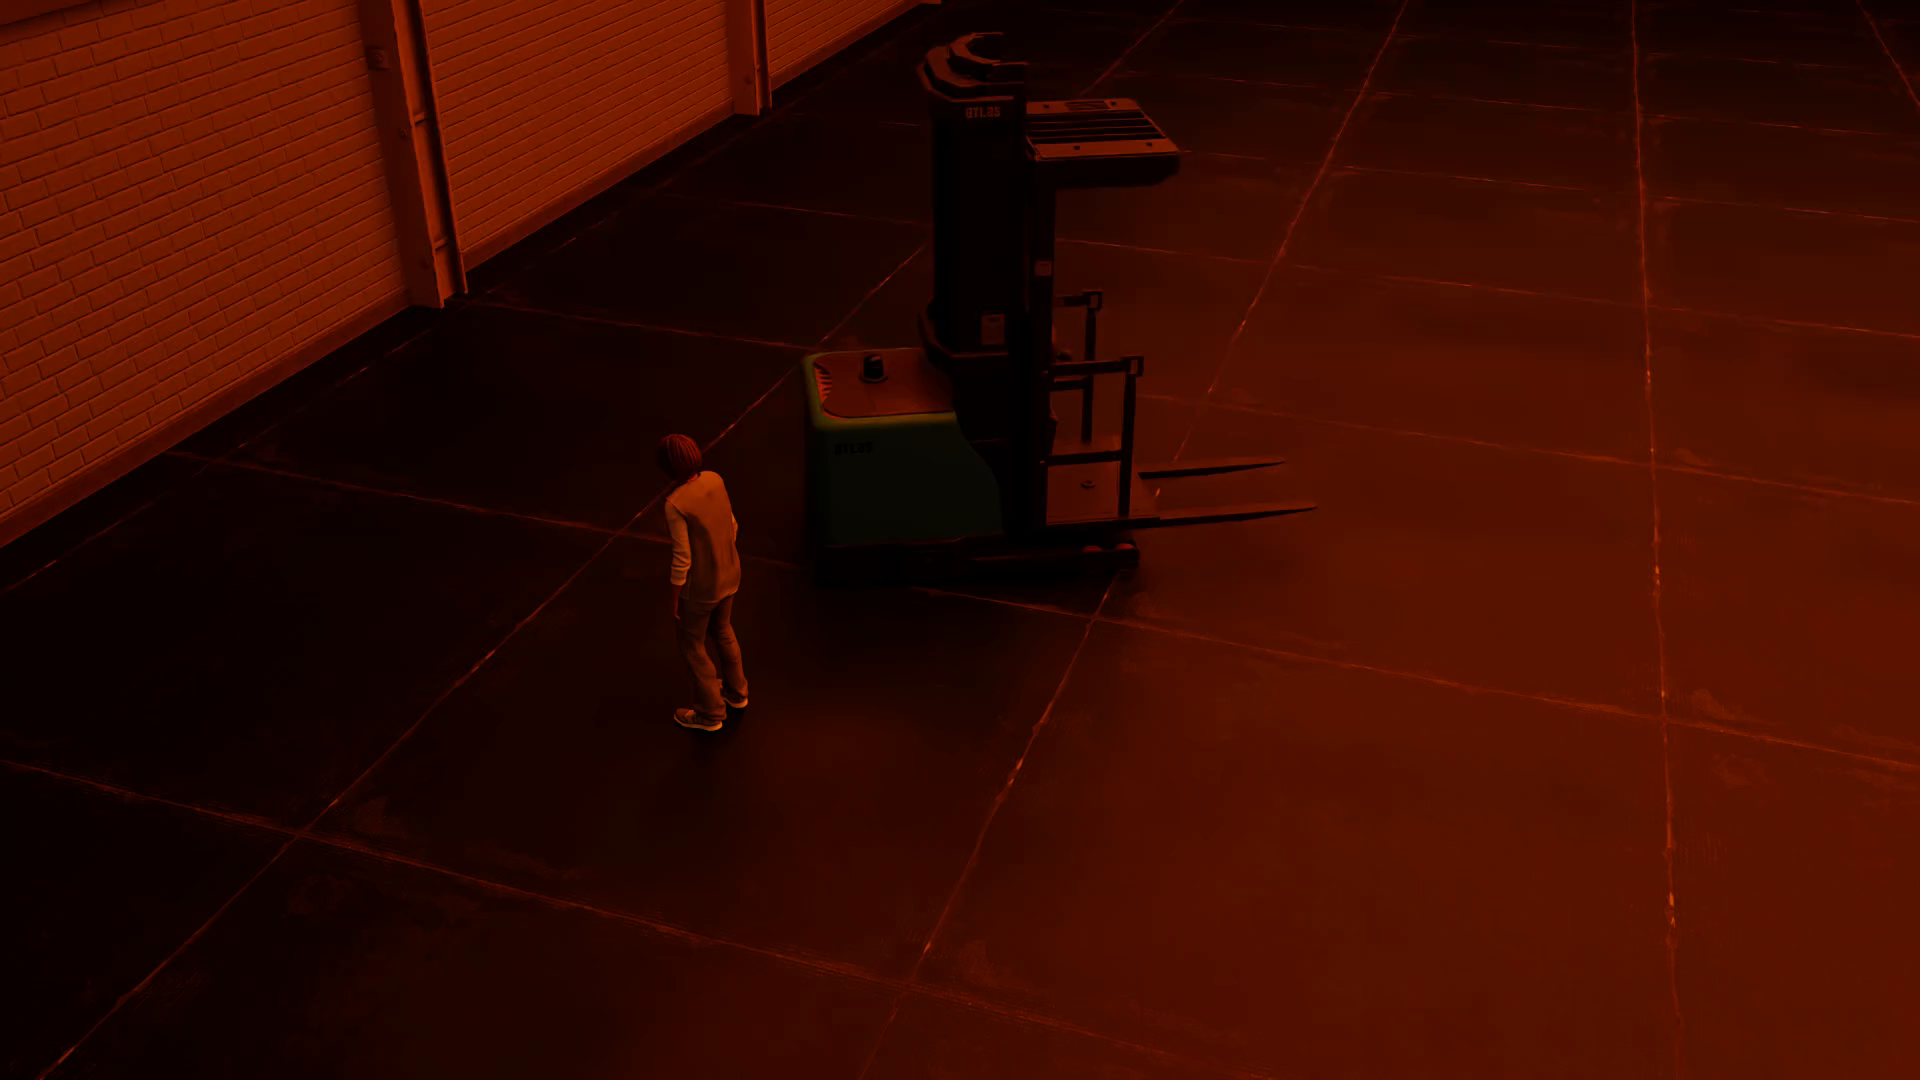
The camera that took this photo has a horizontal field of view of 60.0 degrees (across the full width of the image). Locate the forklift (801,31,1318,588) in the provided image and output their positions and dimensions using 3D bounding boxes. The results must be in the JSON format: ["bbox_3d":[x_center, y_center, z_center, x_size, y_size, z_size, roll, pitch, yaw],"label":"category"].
[{"bbox_3d":[0.608,-1.328,9.466,3.031,2.935,1.130,-4,30,-8],"label":"forklift"}]

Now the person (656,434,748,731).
[{"bbox_3d":[-1.254,0.219,8.121,0.349,1.578,0.470,17,34,27],"label":"person"}]
